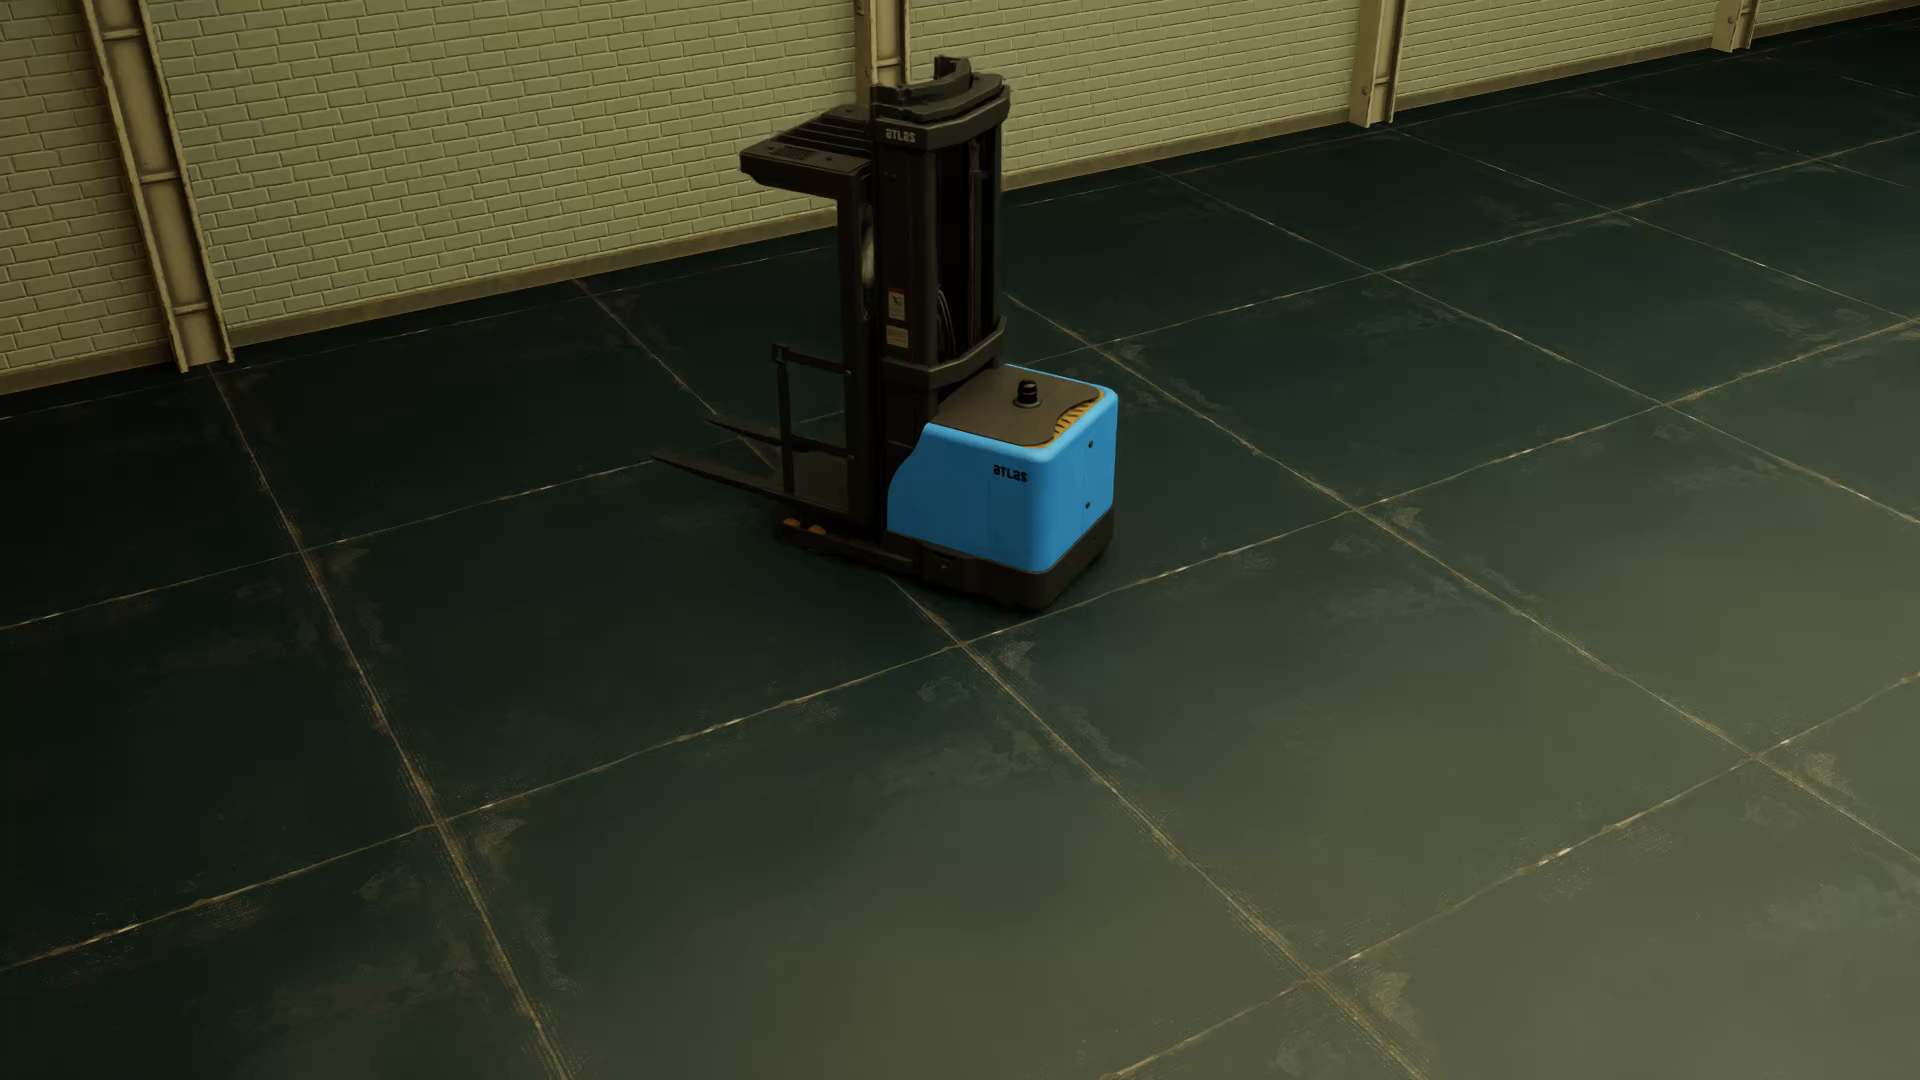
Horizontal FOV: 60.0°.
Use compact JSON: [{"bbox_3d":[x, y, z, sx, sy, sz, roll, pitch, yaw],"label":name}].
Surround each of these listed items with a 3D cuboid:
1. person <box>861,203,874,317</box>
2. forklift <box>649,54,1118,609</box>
[{"bbox_3d":[-0.531,-2.419,13.071,0.863,1.549,0.615,-6,31,-10],"label":"person"},{"bbox_3d":[-0.579,-1.396,9.979,3.031,2.935,1.130,16,35,25],"label":"forklift"}]
